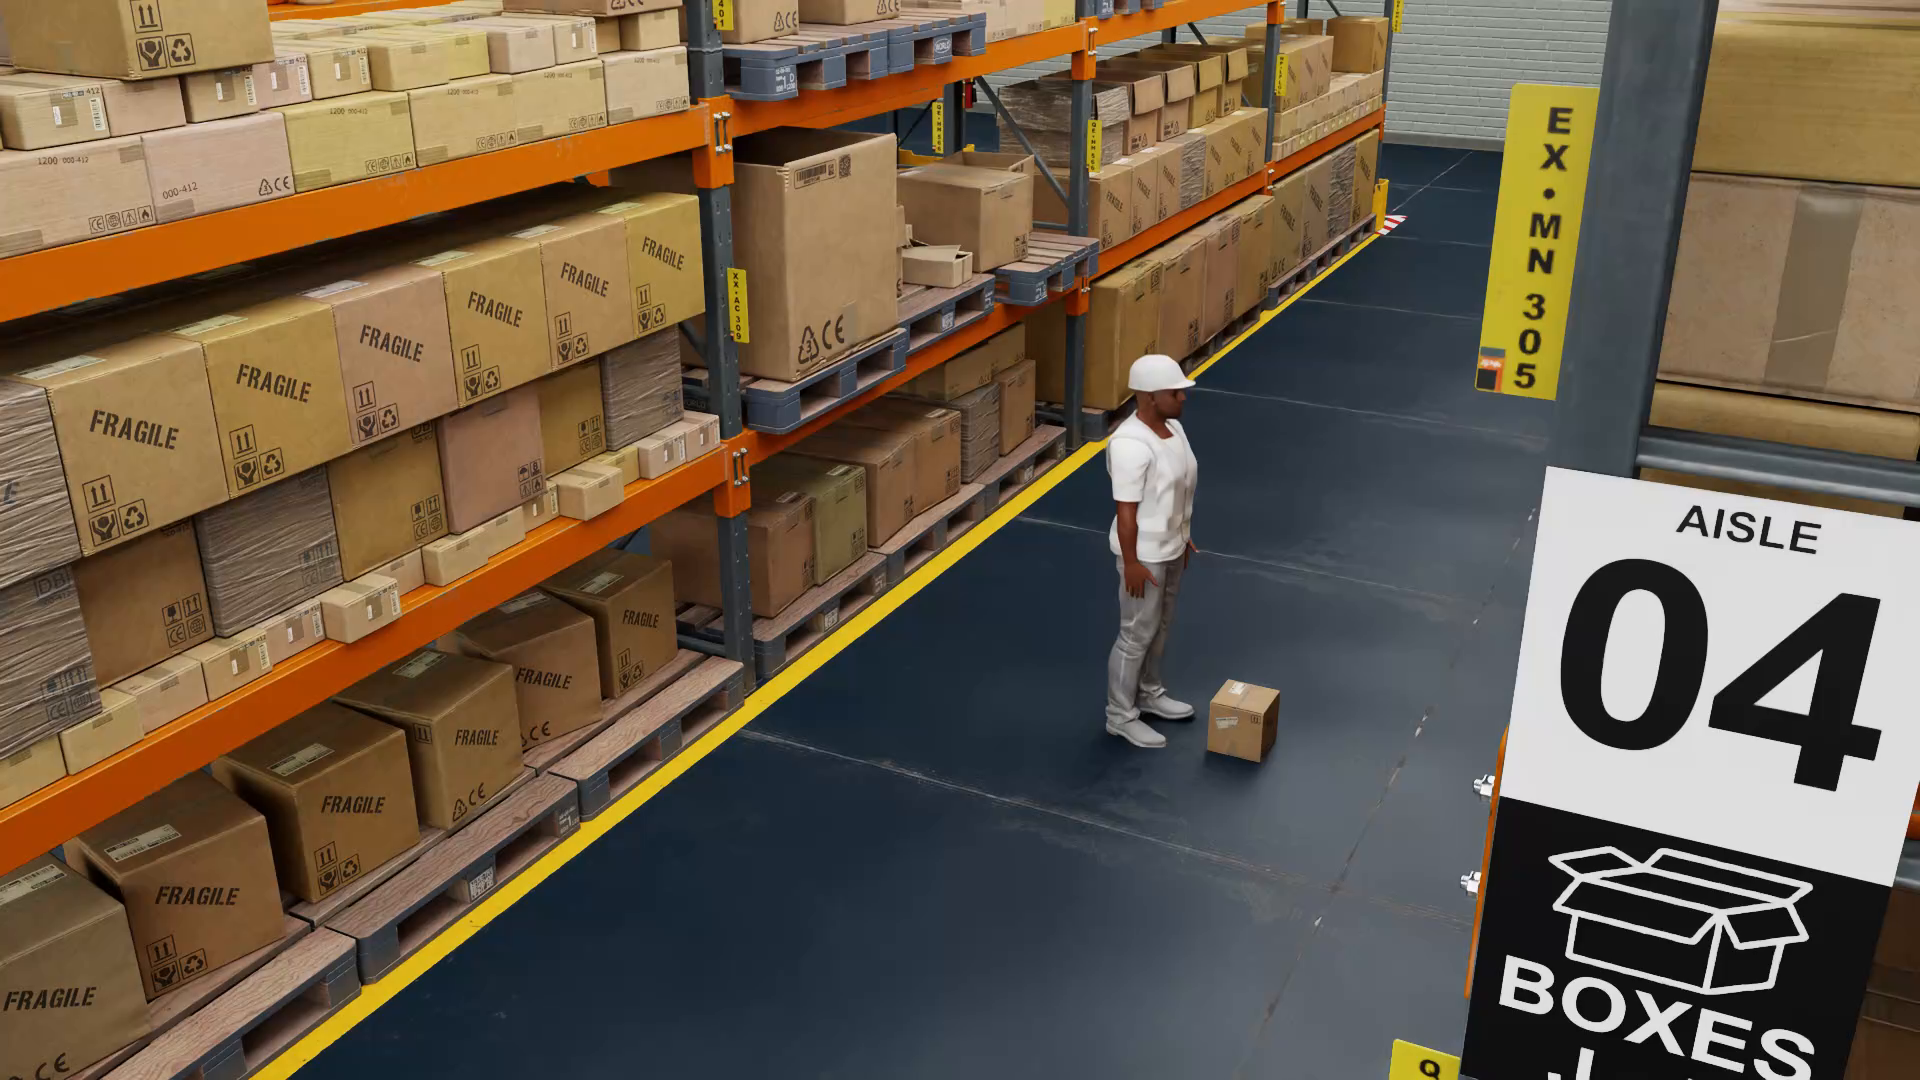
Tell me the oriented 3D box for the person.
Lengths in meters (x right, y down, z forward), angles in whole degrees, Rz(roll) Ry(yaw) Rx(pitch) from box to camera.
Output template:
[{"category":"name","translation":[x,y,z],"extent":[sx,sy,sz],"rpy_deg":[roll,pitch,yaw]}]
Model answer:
[{"category":"person","translation":[0.875,0.038,7.483],"extent":[0.379,1.778,0.565],"rpy_deg":[12,25,26]}]
